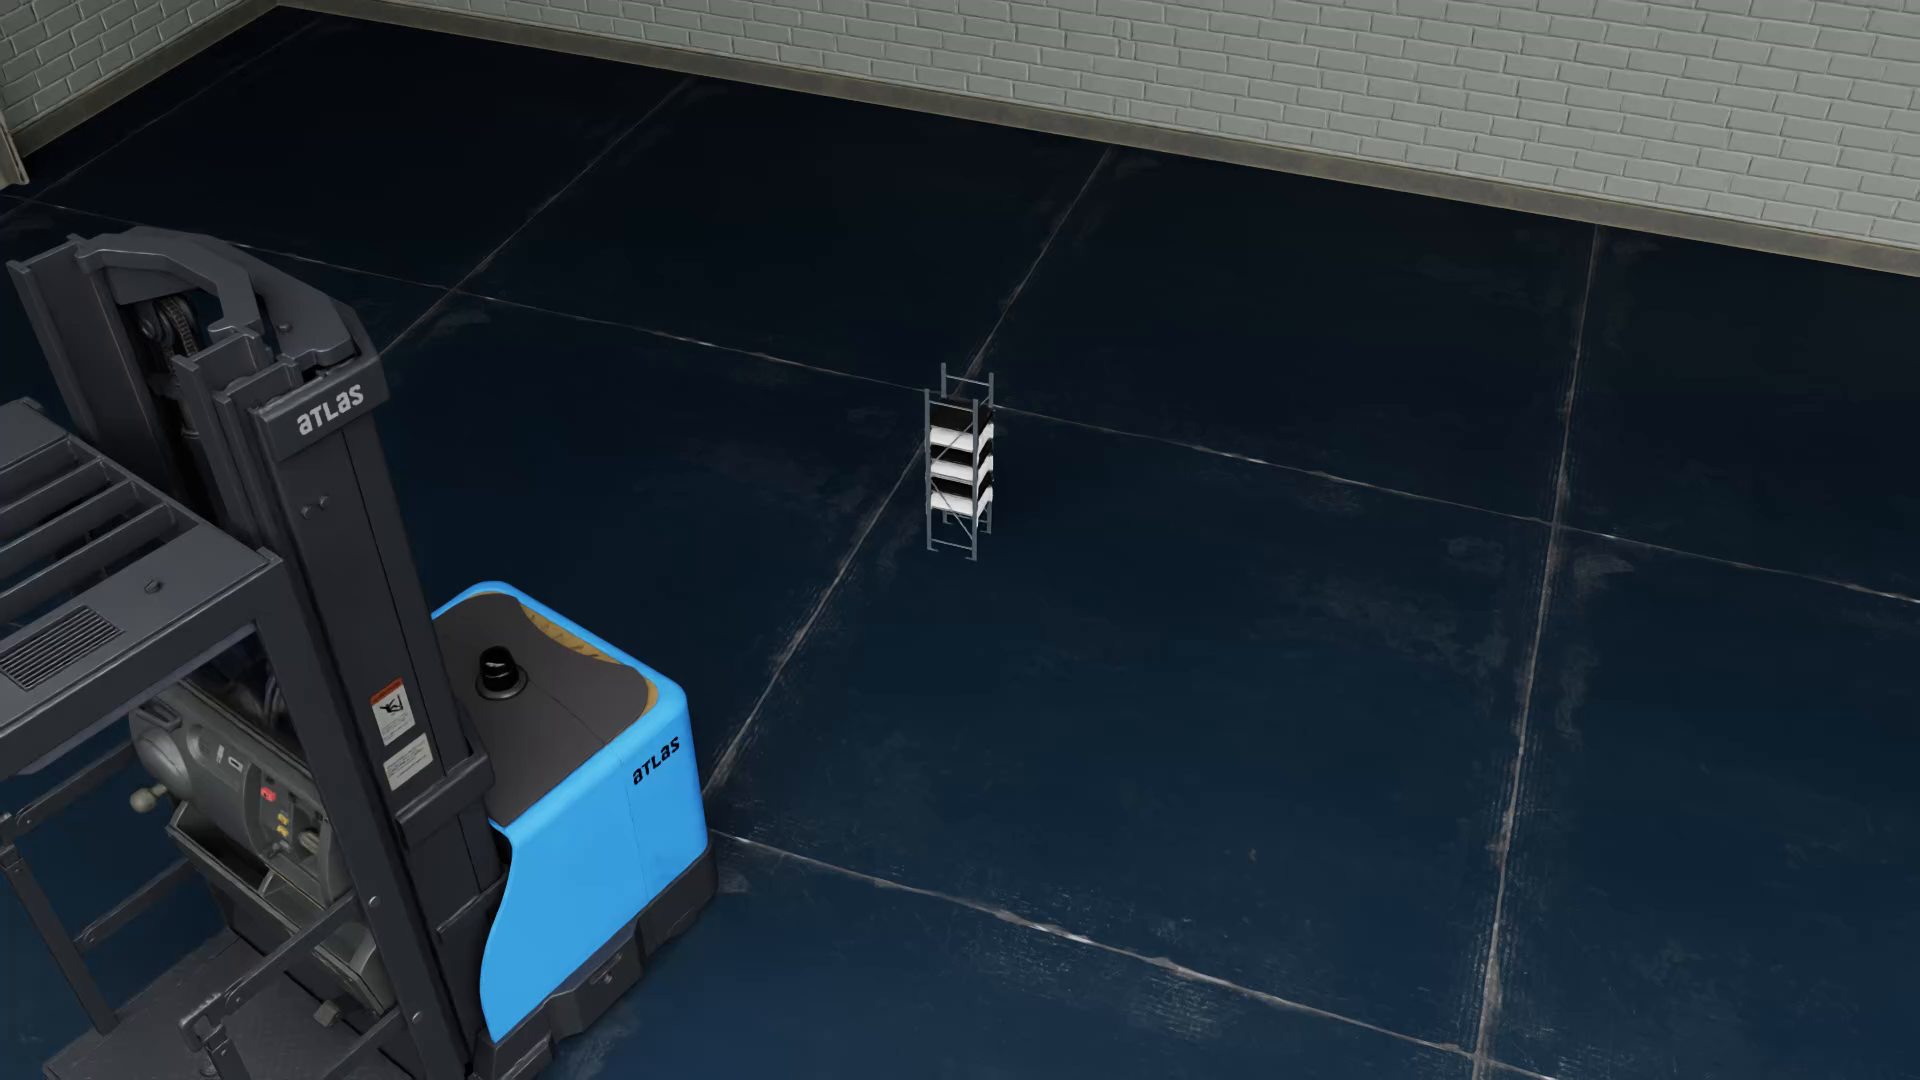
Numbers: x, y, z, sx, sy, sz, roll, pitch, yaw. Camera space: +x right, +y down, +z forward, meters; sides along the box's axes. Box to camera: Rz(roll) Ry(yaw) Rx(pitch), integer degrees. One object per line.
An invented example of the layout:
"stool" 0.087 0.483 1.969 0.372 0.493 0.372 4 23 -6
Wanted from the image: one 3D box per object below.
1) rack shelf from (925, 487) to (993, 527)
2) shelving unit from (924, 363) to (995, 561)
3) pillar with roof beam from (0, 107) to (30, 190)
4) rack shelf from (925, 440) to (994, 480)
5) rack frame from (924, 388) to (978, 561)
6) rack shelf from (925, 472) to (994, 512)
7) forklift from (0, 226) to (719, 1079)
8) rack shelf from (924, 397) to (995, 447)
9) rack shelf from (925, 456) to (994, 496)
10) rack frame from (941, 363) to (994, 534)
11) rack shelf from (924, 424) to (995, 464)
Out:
"rack shelf" -0.003 -0.175 7.544 0.258 0.077 0.200 13 42 15
"shelving unit" -0.003 -0.337 7.406 0.258 0.900 0.210 13 42 15
"pillar with roof beam" -1.928 -4.608 6.171 9.100 9.000 0.400 13 42 15
"rack shelf" -0.003 -0.380 7.369 0.258 0.077 0.200 13 42 15
"rack frame" -0.038 -0.275 7.333 0.240 0.900 0.006 13 42 15
"rack shelf" -0.003 -0.244 7.486 0.258 0.077 0.200 13 42 15
"forklift" -2.171 0.774 4.538 1.130 2.935 3.031 26 47 27
"rack shelf" -0.003 -0.517 7.252 0.258 0.077 0.200 13 42 15
"rack shelf" -0.003 -0.312 7.427 0.258 0.077 0.200 13 42 15
"rack frame" 0.032 -0.399 7.478 0.240 0.900 0.006 13 42 15
"rack shelf" -0.003 -0.449 7.311 0.258 0.077 0.200 13 42 15
